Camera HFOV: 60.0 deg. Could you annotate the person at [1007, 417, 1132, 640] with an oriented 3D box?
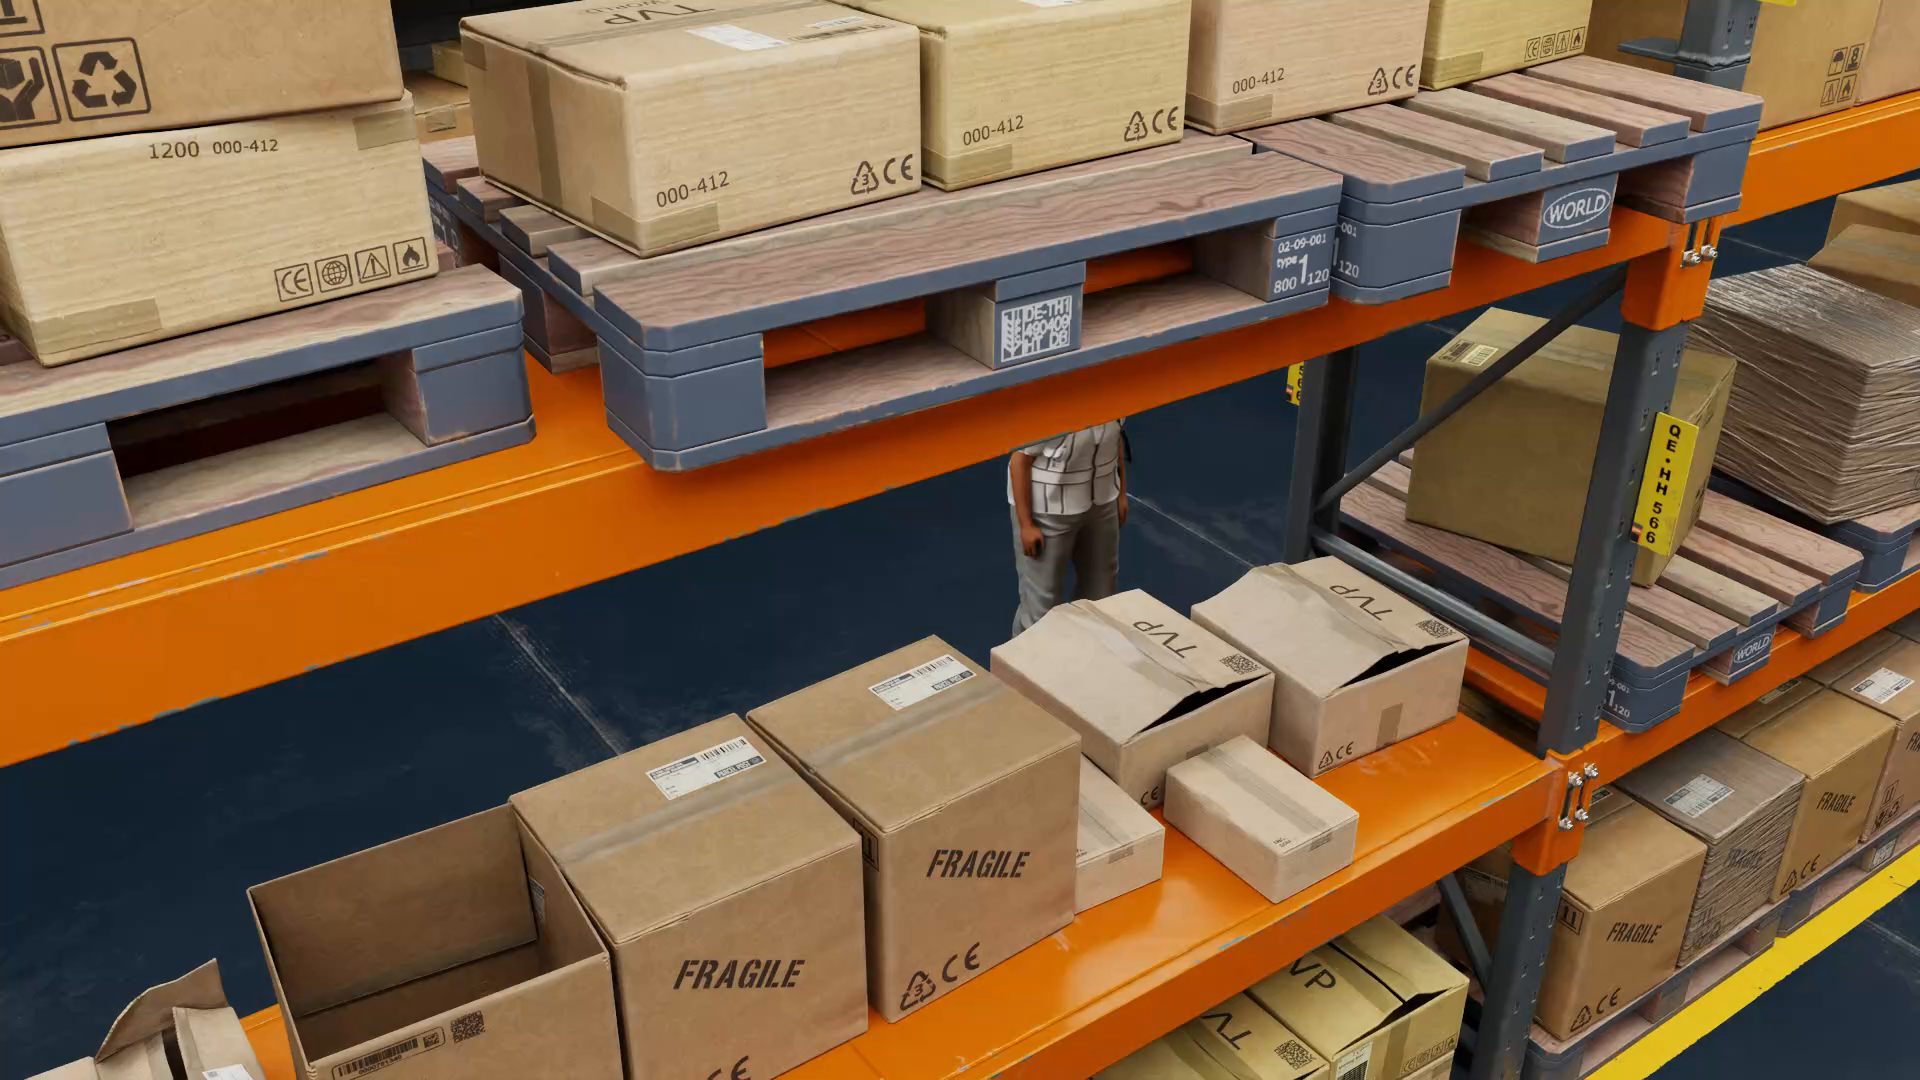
[{"bbox_3d":[0.425,-0.107,6.312,0.550,1.666,0.473,-20,34,-31],"label":"person"}]
